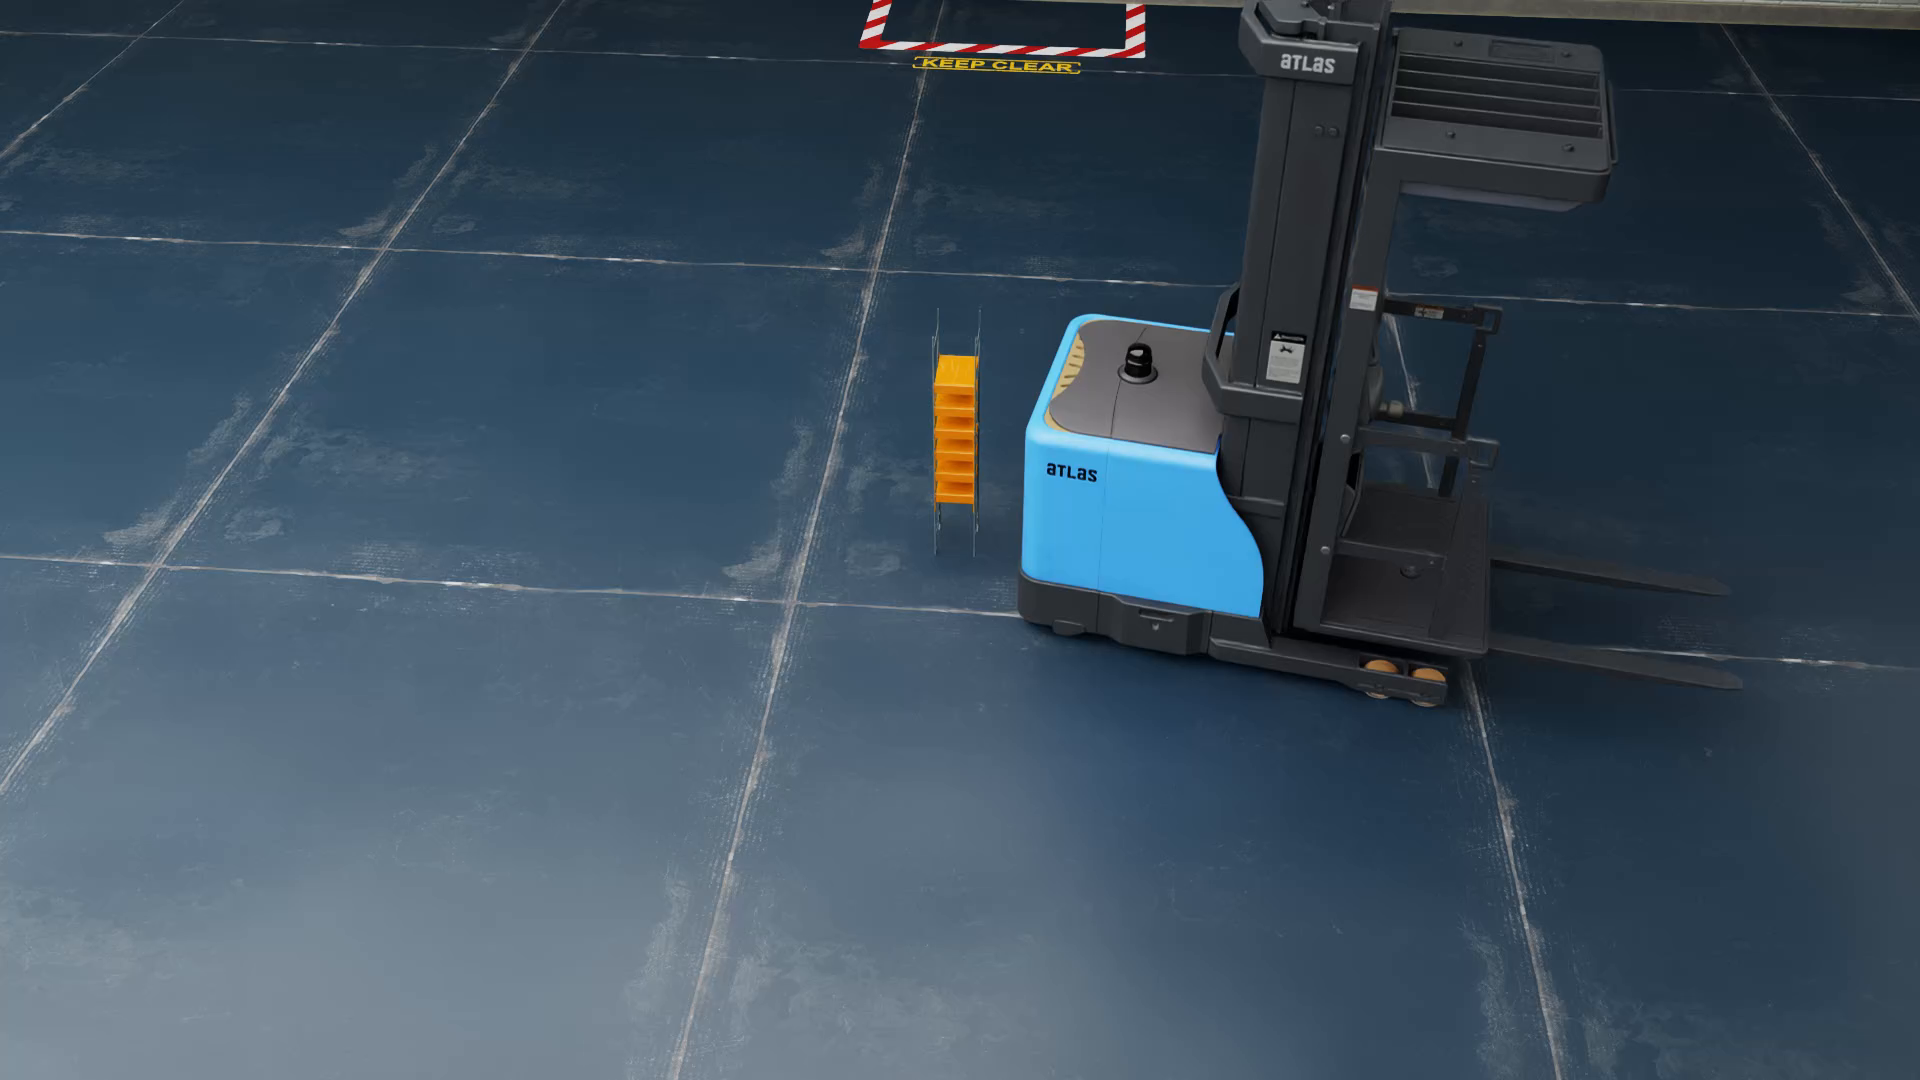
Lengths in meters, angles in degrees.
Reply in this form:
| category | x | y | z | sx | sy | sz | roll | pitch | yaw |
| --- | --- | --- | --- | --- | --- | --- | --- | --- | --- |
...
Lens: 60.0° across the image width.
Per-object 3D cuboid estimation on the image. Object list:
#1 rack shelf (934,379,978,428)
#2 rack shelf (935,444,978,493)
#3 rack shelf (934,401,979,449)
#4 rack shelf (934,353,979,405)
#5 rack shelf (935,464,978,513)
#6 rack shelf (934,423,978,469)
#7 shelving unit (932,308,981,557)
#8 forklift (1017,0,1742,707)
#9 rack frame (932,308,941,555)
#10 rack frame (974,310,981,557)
| category | x | y | z | sx | sy | sz | roll | pitch | yaw |
| --- | --- | --- | --- | --- | --- | --- | --- | --- | --- |
| rack shelf | -0.014 | -0.618 | 7.419 | 0.180 | 0.103 | 0.258 | 3 | 39 | 4 |
| rack shelf | -0.014 | -0.339 | 7.646 | 0.180 | 0.103 | 0.258 | 3 | 39 | 4 |
| rack shelf | -0.014 | -0.525 | 7.495 | 0.180 | 0.103 | 0.258 | 3 | 39 | 4 |
| rack shelf | -0.014 | -0.711 | 7.343 | 0.180 | 0.103 | 0.258 | 3 | 39 | 4 |
| rack shelf | -0.014 | -0.246 | 7.722 | 0.180 | 0.103 | 0.258 | 3 | 39 | 4 |
| rack shelf | -0.014 | -0.432 | 7.571 | 0.180 | 0.103 | 0.258 | 3 | 39 | 4 |
| shelving unit | -0.014 | -0.466 | 7.543 | 0.189 | 1.200 | 0.258 | 3 | 39 | 4 |
| forklift | 1.831 | -0.804 | 6.586 | 3.031 | 2.935 | 1.130 | 10 | 40 | 12 |
| rack frame | -0.106 | -0.471 | 7.549 | 0.006 | 1.200 | 0.240 | 3 | 39 | 4 |
| rack frame | 0.077 | -0.461 | 7.537 | 0.006 | 1.200 | 0.240 | 3 | 39 | 4 |
